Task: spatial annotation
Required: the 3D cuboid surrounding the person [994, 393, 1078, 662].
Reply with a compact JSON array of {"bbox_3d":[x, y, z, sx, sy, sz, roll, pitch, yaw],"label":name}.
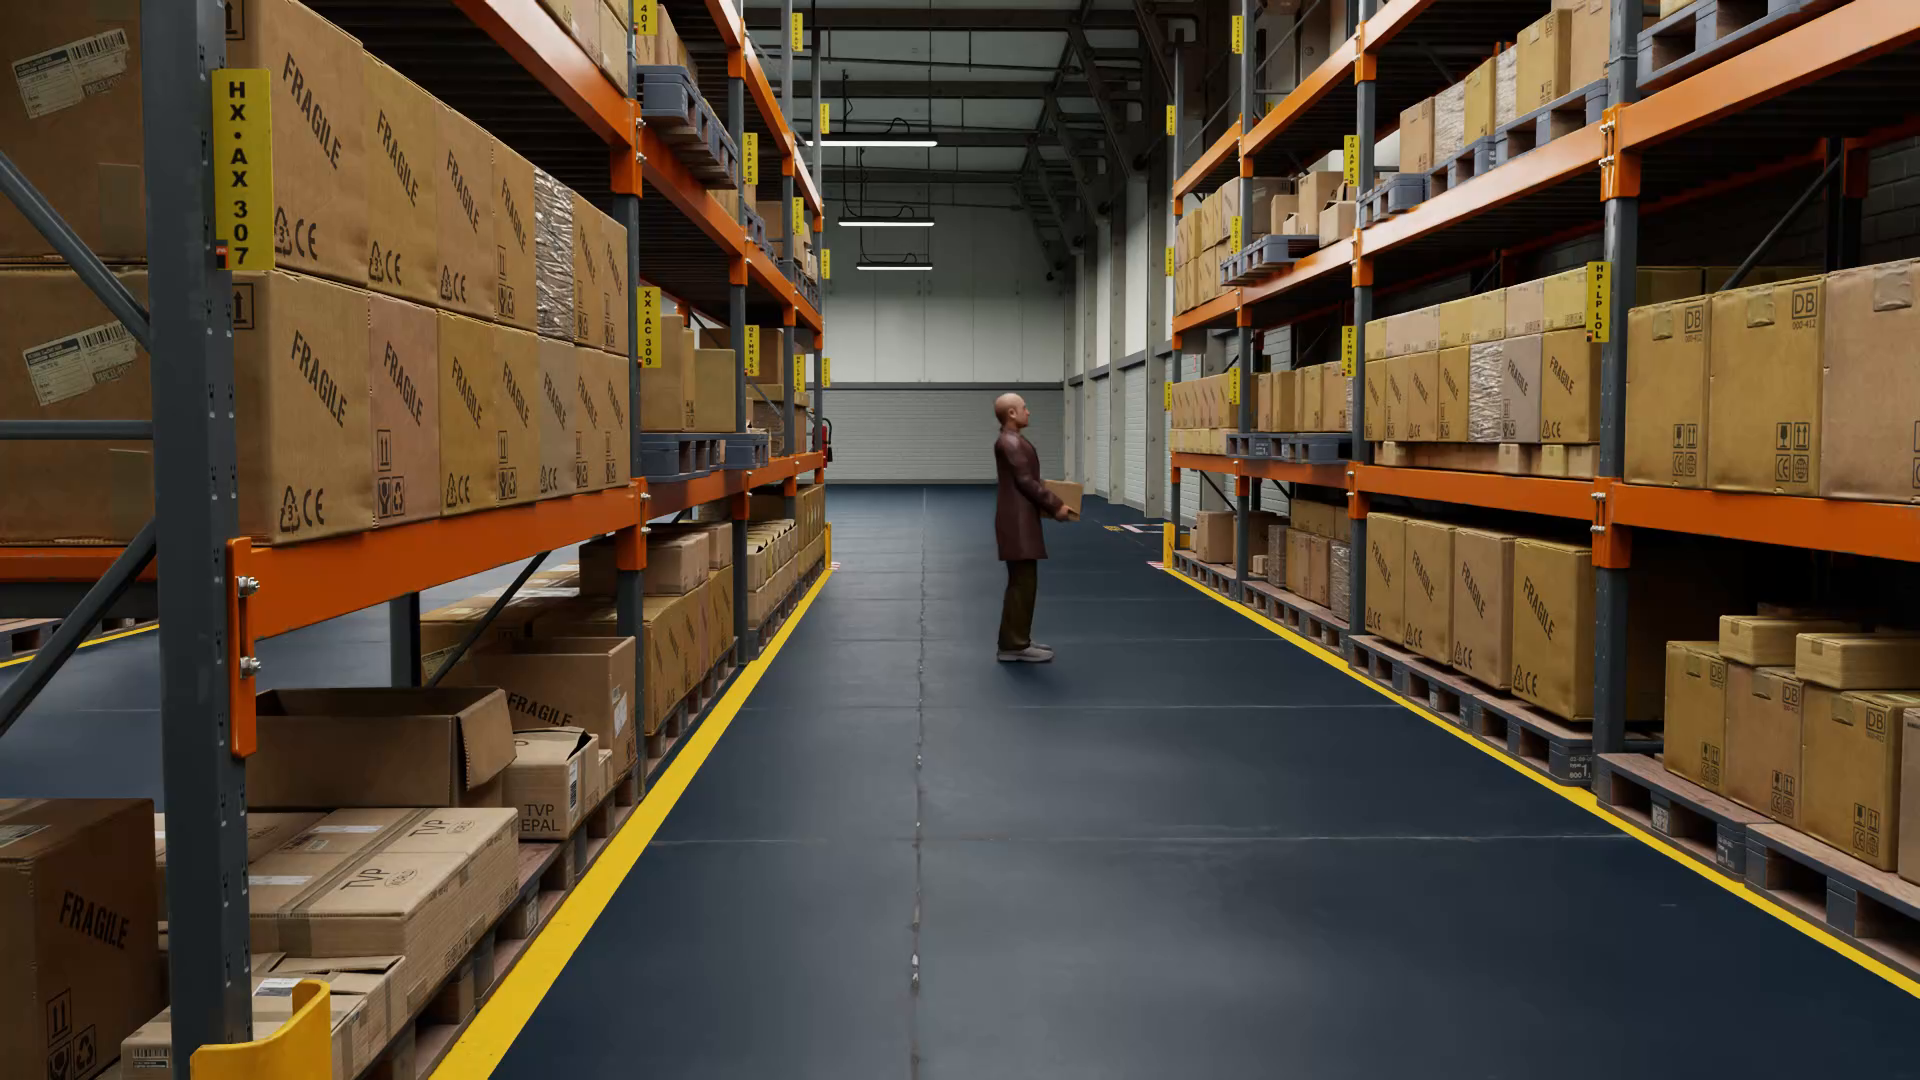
[{"bbox_3d":[0.498,-0.091,11.116,0.554,1.774,0.533,0,4,-2],"label":"person"}]
